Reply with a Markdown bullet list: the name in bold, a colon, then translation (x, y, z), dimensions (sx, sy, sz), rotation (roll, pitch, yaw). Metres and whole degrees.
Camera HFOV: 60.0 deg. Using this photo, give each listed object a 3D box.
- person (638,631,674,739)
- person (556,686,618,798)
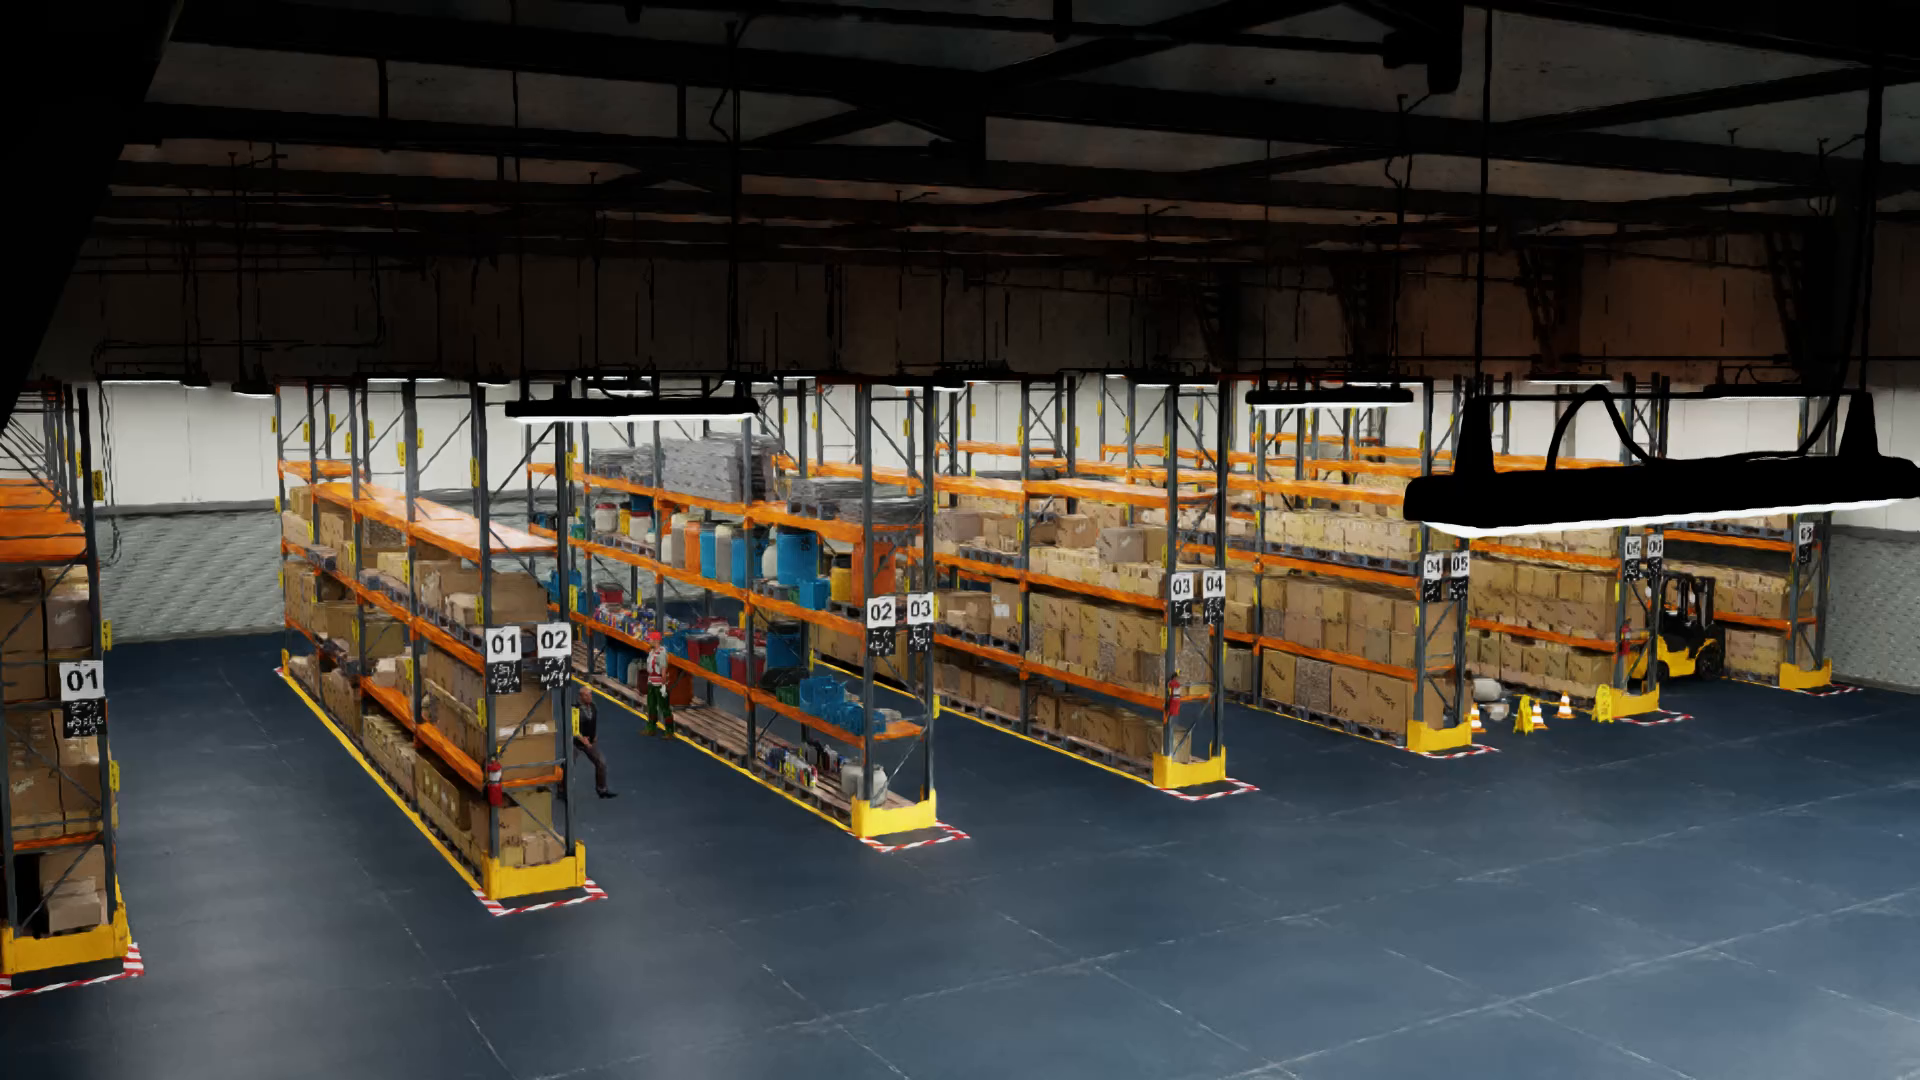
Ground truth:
- **person**: translation (-5.089, 2.394, 27.703), dimensions (0.524, 1.787, 0.751), rotation (-4, 7, -32)
- **person**: translation (-5.425, 2.892, 23.850), dimensions (0.825, 1.659, 0.688), rotation (6, 8, 42)
